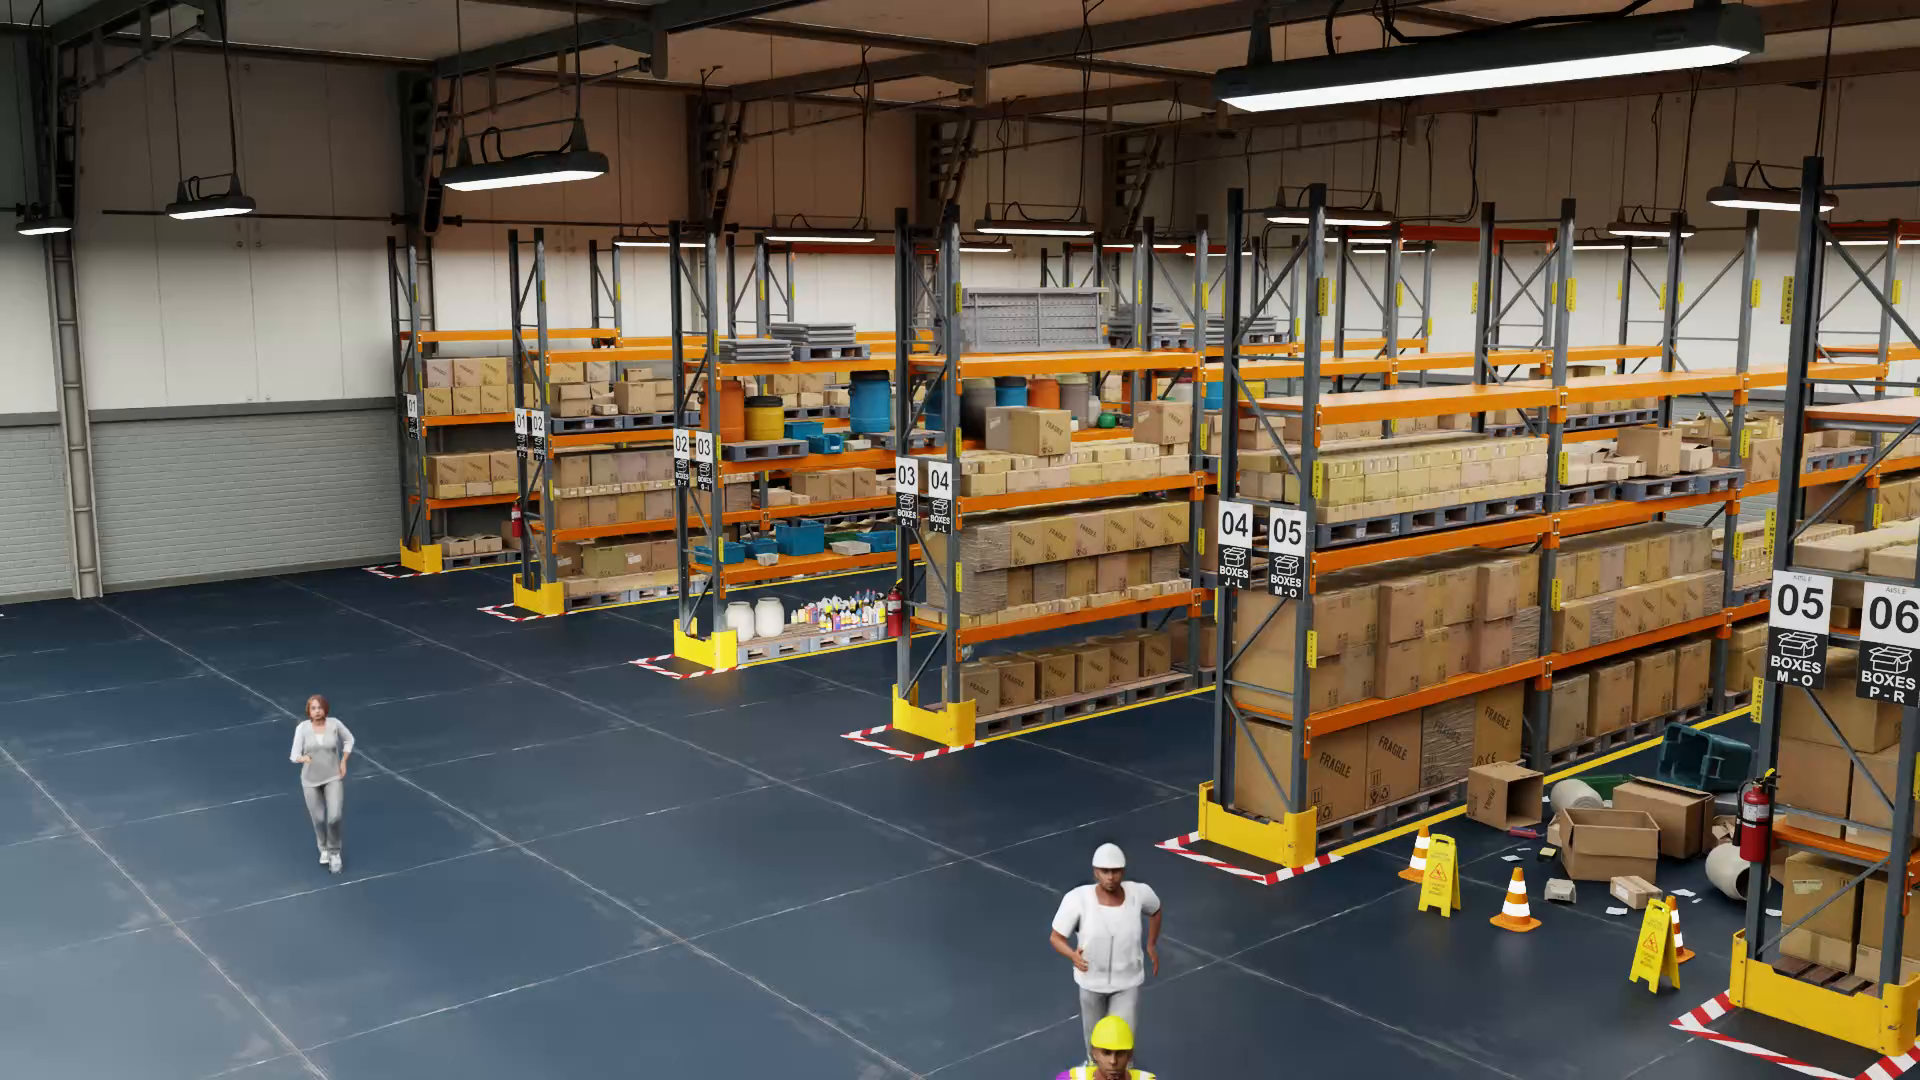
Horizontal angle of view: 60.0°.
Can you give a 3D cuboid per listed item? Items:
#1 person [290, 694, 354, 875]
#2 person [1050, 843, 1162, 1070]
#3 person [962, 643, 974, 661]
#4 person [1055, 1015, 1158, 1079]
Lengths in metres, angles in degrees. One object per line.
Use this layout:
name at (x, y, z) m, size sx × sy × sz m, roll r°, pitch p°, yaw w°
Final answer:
person at (-5.594, 2.157, 14.619) m, size 0.517 × 1.594 × 0.639 m, roll -3°, pitch 9°, yaw -17°
person at (0.901, 2.718, 10.223) m, size 0.699 × 1.768 × 0.986 m, roll 0°, pitch 9°, yaw 3°
person at (-0.030, 0.775, 21.739) m, size 0.541 × 1.614 × 0.608 m, roll 8°, pitch 12°, yaw 41°
person at (0.711, 3.107, 7.912) m, size 0.714 × 1.745 × 0.907 m, roll 1°, pitch 9°, yaw 4°
